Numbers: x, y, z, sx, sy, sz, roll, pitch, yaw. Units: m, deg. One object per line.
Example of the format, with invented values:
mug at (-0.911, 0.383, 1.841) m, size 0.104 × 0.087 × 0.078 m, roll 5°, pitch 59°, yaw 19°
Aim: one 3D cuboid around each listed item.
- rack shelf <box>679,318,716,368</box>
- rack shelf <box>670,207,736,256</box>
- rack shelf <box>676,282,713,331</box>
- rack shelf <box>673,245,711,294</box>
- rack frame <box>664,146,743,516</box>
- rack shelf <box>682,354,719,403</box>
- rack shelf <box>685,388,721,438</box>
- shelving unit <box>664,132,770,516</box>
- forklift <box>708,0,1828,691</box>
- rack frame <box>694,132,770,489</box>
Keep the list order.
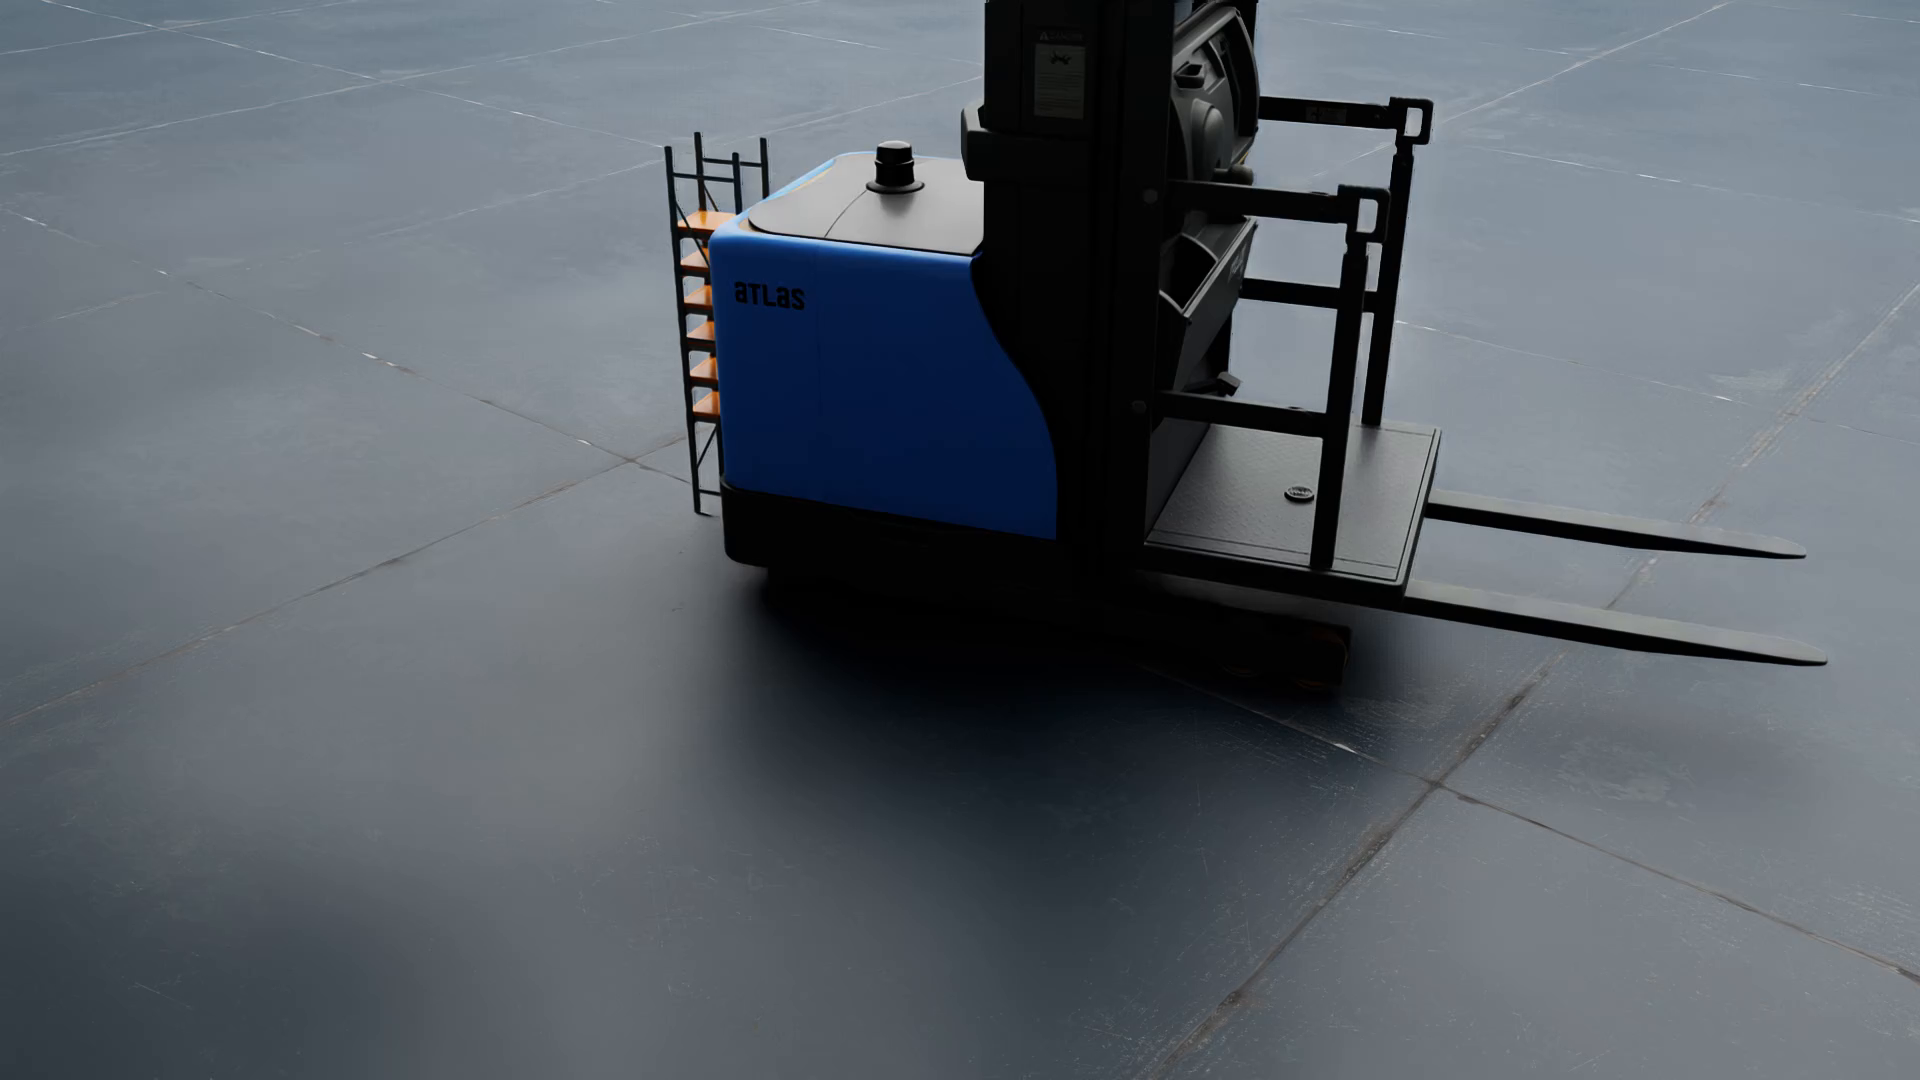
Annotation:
rack shelf at (-0.720, -0.603, 5.206) m, size 0.258 × 0.103 × 0.180 m, roll 9°, pitch 29°, yaw 18°
rack shelf at (-0.720, -0.923, 5.040) m, size 0.258 × 0.103 × 0.180 m, roll 9°, pitch 29°, yaw 18°
rack shelf at (-0.720, -0.709, 5.150) m, size 0.258 × 0.103 × 0.180 m, roll 9°, pitch 29°, yaw 18°
rack shelf at (-0.720, -0.816, 5.095) m, size 0.258 × 0.103 × 0.180 m, roll 9°, pitch 29°, yaw 18°
rack frame at (-0.751, -0.603, 5.109) m, size 0.240 × 1.200 × 0.006 m, roll 9°, pitch 29°, yaw 18°
rack shelf at (-0.720, -0.496, 5.261) m, size 0.258 × 0.103 × 0.180 m, roll 9°, pitch 29°, yaw 18°
rack shelf at (-0.720, -0.389, 5.316) m, size 0.258 × 0.103 × 0.180 m, roll 9°, pitch 29°, yaw 18°
shelving unit at (-0.720, -0.642, 5.185) m, size 0.258 × 1.200 × 0.189 m, roll 9°, pitch 29°, yaw 18°
forklift at (0.862, -1.174, 4.329) m, size 3.031 × 2.935 × 1.130 m, roll 9°, pitch 29°, yaw 17°
rack frame at (-0.689, -0.682, 5.262) m, size 0.240 × 1.200 × 0.006 m, roll 9°, pitch 29°, yaw 18°
